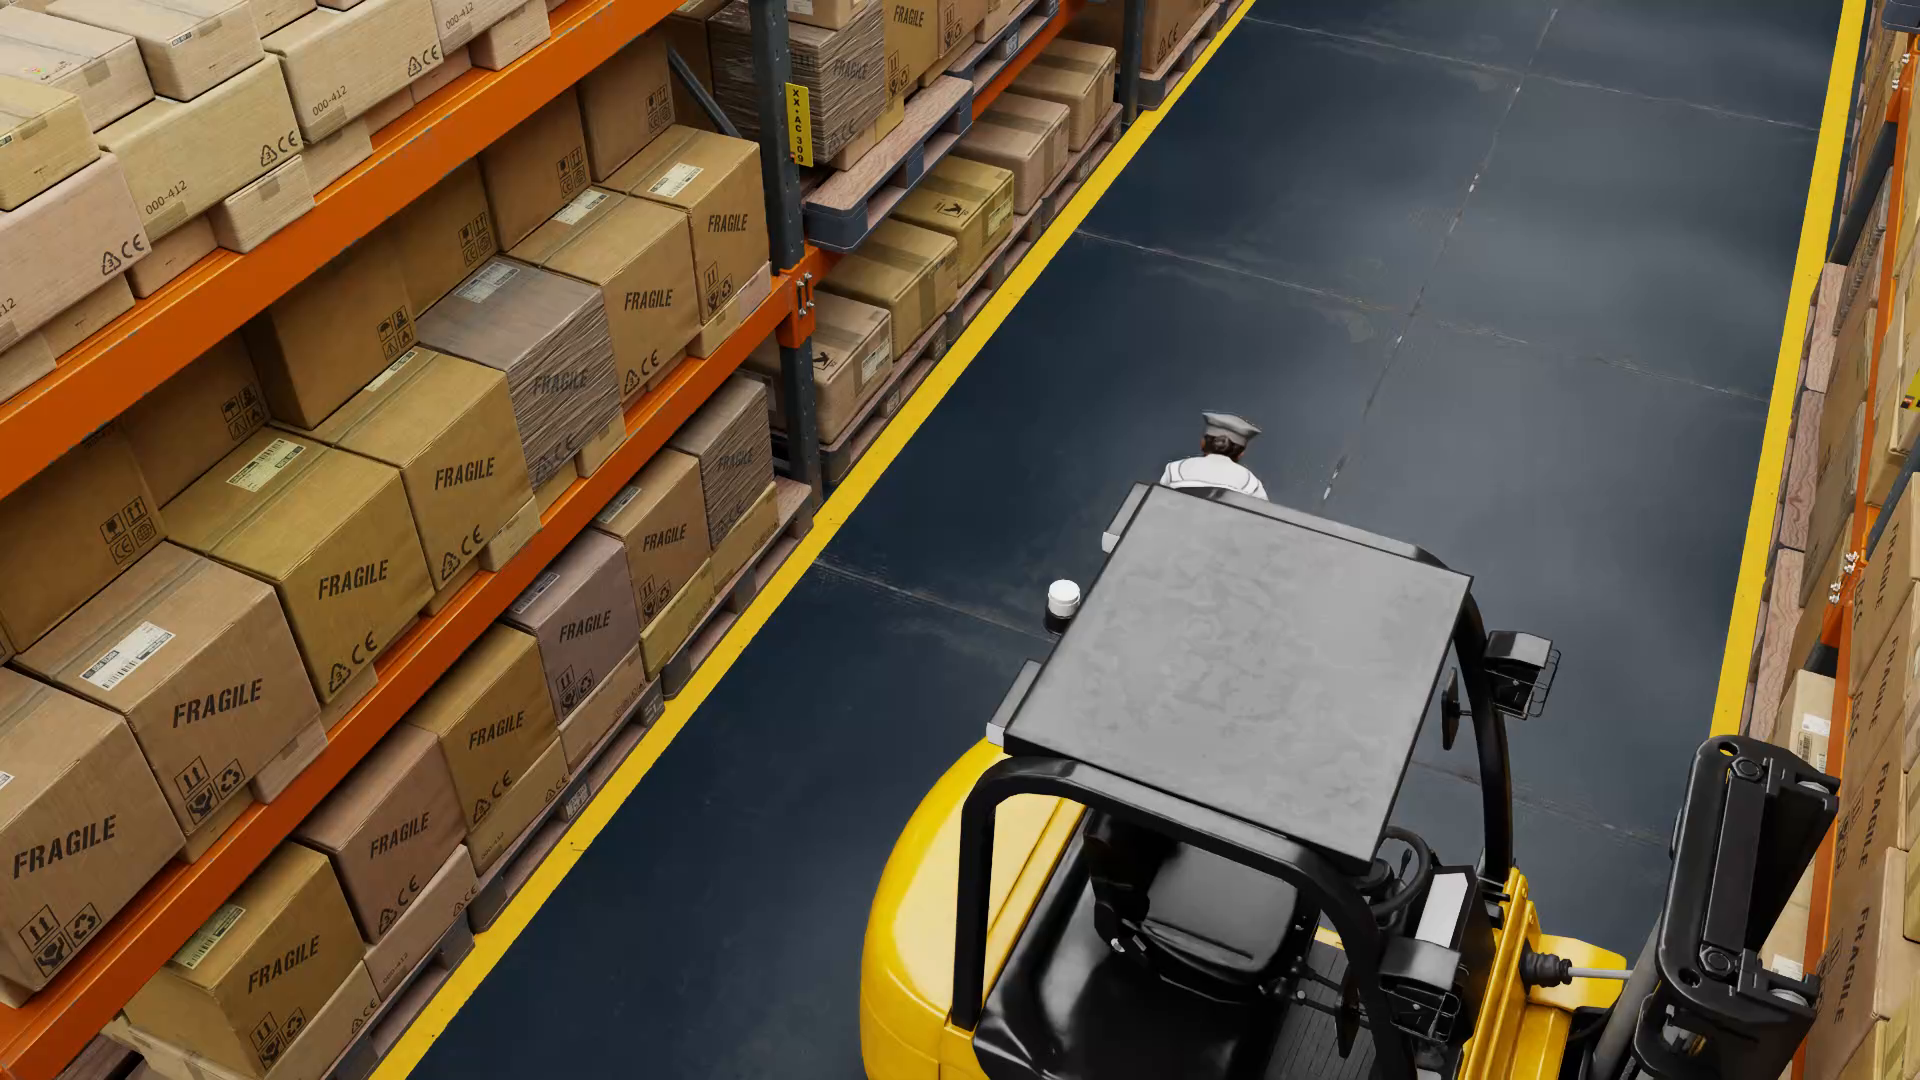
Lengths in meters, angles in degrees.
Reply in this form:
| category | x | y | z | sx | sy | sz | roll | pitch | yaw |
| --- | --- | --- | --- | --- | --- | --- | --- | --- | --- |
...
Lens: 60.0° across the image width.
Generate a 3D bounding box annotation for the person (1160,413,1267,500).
| category | x | y | z | sx | sy | sz | roll | pitch | yaw |
| --- | --- | --- | --- | --- | --- | --- | --- | --- | --- |
| person | 0.986 | 0.033 | 6.675 | 0.481 | 0.930 | 0.862 | 17 | 45 | 18 |
